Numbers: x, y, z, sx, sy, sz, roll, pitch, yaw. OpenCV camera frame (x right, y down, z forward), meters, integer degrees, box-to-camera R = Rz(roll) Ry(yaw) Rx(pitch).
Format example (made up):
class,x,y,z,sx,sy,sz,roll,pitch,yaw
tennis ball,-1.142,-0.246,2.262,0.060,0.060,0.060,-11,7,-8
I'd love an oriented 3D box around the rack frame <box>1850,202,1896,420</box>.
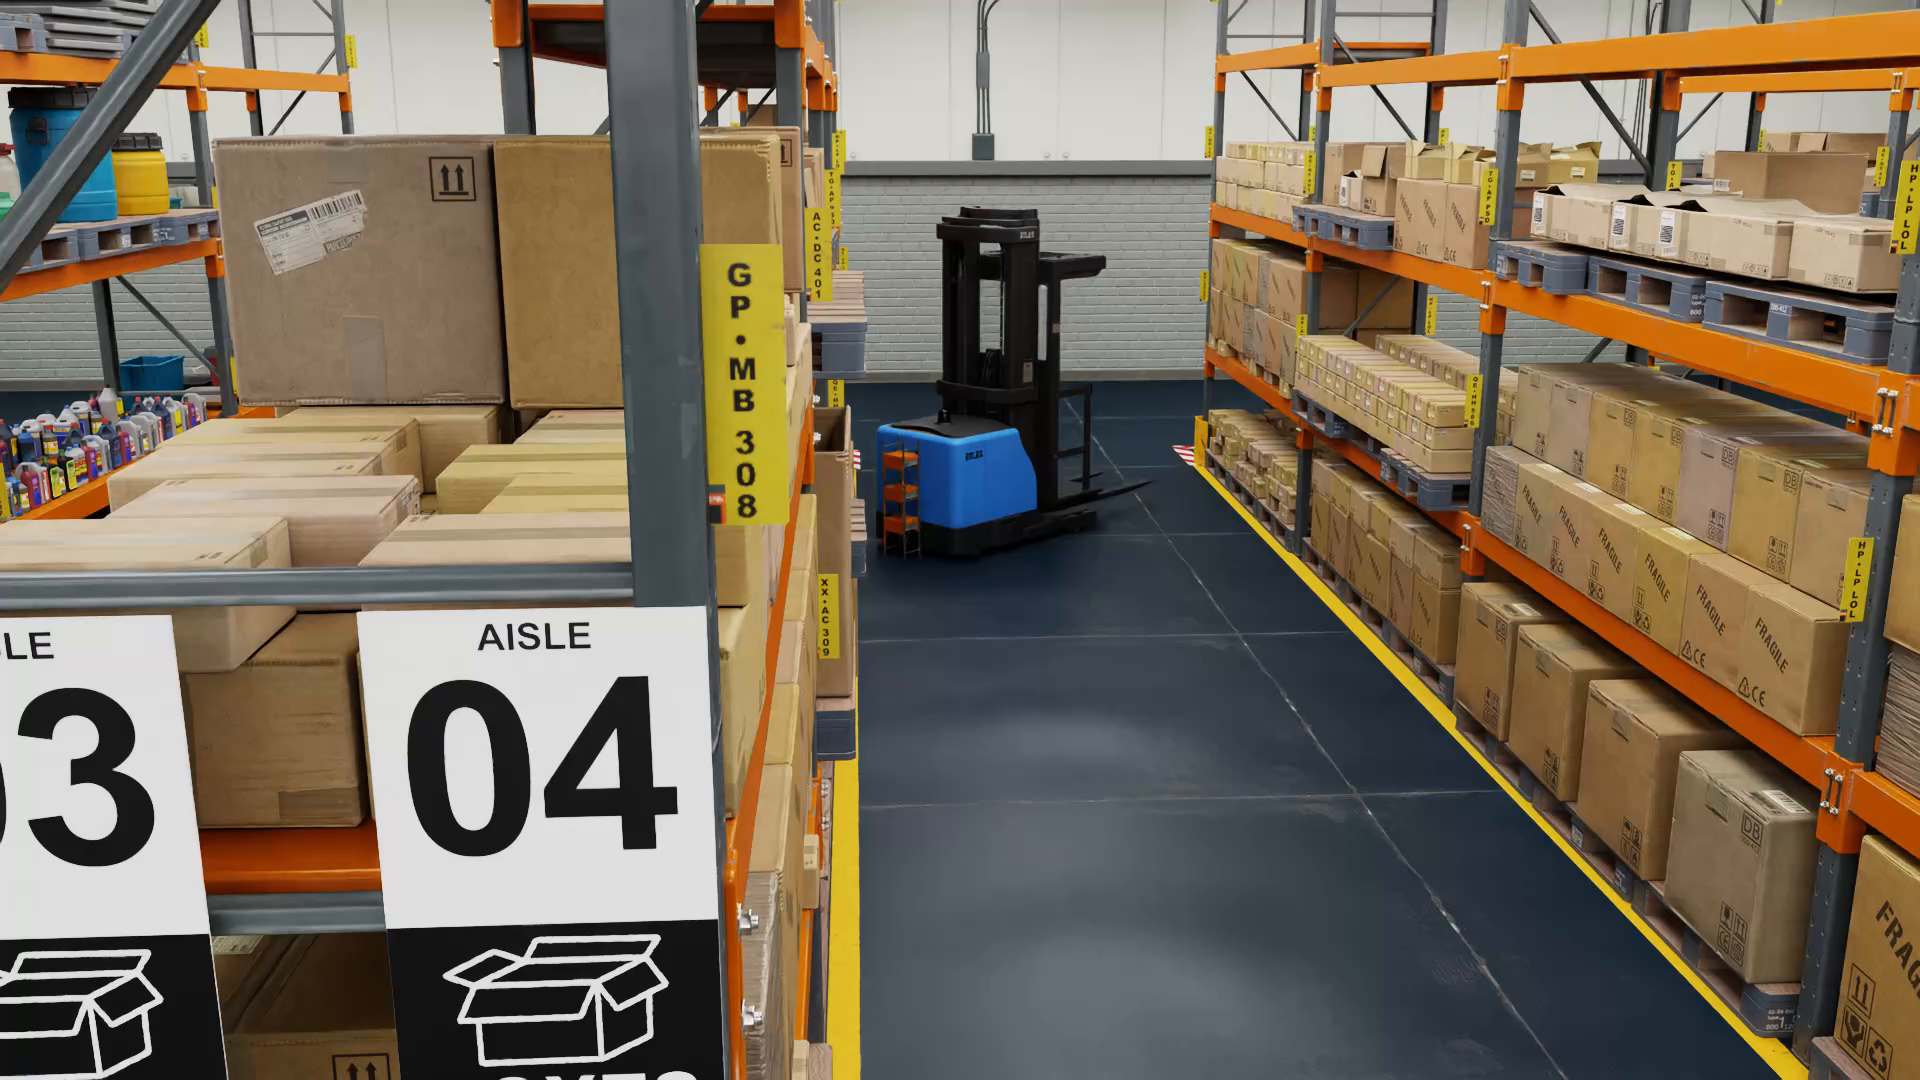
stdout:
class,x,y,z,sx,sy,sz,roll,pitch,yaw
rack frame,8.355,-1.429,14.560,1.000,3.000,0.127,-1,14,-3

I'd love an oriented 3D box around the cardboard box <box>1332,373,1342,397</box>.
class,x,y,z,sx,sy,sz,roll,pitch,yaw
cardboard box,3.056,-1.188,12.687,0.380,0.149,0.250,0,14,-1

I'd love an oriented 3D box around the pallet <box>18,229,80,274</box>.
class,x,y,z,sx,sy,sz,roll,pitch,yaw
pallet,-6.181,-1.757,10.197,1.003,0.211,1.213,-1,14,-3

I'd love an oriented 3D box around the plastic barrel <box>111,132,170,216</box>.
class,x,y,z,sx,sy,sz,roll,pitch,yaw
plastic barrel,-6.220,-2.723,12.348,0.600,0.588,0.600,0,14,0

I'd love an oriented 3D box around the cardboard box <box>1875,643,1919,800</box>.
class,x,y,z,sx,sy,sz,roll,pitch,yaw
cardboard box,3.951,0.681,6.058,0.875,0.550,0.550,-1,14,-3

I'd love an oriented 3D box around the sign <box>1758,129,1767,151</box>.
class,x,y,z,sx,sy,sz,roll,pitch,yaw
sign,8.650,-4.272,17.971,0.100,0.325,0.005,-1,14,-3

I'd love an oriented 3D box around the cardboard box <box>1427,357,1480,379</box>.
class,x,y,z,sx,sy,sz,roll,pitch,yaw
cardboard box,3.721,-1.276,12.434,0.380,0.149,0.250,-2,15,-6

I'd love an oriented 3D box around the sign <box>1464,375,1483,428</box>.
class,x,y,z,sx,sy,sz,roll,pitch,yaw
sign,3.128,-0.844,10.123,0.100,0.325,0.005,-1,14,-3

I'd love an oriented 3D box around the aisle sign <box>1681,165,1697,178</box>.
class,x,y,z,sx,sy,sz,roll,pitch,yaw
aisle sign,7.813,-3.696,18.154,0.394,0.787,0.004,-1,14,-3

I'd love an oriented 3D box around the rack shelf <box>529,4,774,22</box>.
class,x,y,z,sx,sy,sz,roll,pitch,yaw
rack shelf,-1.164,-2.276,7.524,0.919,0.052,3.809,-1,14,-3

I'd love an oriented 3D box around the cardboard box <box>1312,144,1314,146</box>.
class,x,y,z,sx,sy,sz,roll,pitch,yaw
cardboard box,3.560,-3.676,15.772,0.380,0.149,0.250,-1,14,-5

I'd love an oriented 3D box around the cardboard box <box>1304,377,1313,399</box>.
class,x,y,z,sx,sy,sz,roll,pitch,yaw
cardboard box,3.009,-1.235,13.468,0.380,0.149,0.250,-1,14,-3

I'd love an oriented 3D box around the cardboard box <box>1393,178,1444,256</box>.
class,x,y,z,sx,sy,sz,roll,pitch,yaw
cardboard box,3.309,-2.220,11.415,0.500,0.500,0.500,-1,14,-3

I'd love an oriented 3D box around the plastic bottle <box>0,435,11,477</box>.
class,x,y,z,sx,sy,sz,roll,pitch,yaw
plastic bottle,-6.621,-0.574,11.474,0.061,0.283,0.133,-1,14,-3

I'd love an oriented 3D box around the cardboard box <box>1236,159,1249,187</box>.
class,x,y,z,sx,sy,sz,roll,pitch,yaw
cardboard box,2.994,-3.575,16.181,0.500,0.250,0.500,-1,14,-3

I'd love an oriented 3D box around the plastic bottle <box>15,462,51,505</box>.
class,x,y,z,sx,sy,sz,roll,pitch,yaw
plastic bottle,-5.964,-0.372,10.702,0.152,0.276,0.135,-1,14,-3

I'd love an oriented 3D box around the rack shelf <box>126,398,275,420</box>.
class,x,y,z,sx,sy,sz,roll,pitch,yaw
rack shelf,-6.603,-1.348,15.691,1.077,0.370,4.000,-1,14,-3

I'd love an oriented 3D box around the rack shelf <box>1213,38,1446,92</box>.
class,x,y,z,sx,sy,sz,roll,pitch,yaw
rack shelf,3.297,-4.380,15.441,1.077,0.370,4.000,-1,14,-3

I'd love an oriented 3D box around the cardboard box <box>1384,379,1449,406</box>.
class,x,y,z,sx,sy,sz,roll,pitch,yaw
cardboard box,3.131,-1.011,11.404,0.380,0.149,0.250,0,14,-2

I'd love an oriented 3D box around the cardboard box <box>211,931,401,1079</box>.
class,x,y,z,sx,sy,sz,roll,pitch,yaw
cardboard box,-1.073,0.899,2.709,0.500,0.500,0.500,-1,14,-3

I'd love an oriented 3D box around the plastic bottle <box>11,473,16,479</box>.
class,x,y,z,sx,sy,sz,roll,pitch,yaw
plastic bottle,-6.088,-0.329,10.686,0.097,0.201,0.097,0,14,0

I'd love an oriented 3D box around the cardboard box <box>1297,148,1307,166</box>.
class,x,y,z,sx,sy,sz,roll,pitch,yaw
cardboard box,3.102,-3.282,14.239,0.380,0.149,0.250,-1,14,-2

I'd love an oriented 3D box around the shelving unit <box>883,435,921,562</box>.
class,x,y,z,sx,sy,sz,roll,pitch,yaw
shelving unit,-0.502,-0.362,14.325,0.252,1.050,0.215,13,19,41

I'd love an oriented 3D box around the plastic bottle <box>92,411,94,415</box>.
class,x,y,z,sx,sy,sz,roll,pitch,yaw
plastic bottle,-6.849,-0.944,13.073,0.097,0.201,0.097,0,14,0

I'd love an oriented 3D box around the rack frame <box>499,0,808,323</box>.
class,x,y,z,sx,sy,sz,roll,pitch,yaw
rack frame,-1.040,-2.192,5.485,1.000,3.000,0.127,-1,14,-3

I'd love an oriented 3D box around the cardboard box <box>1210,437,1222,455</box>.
class,x,y,z,sx,sy,sz,roll,pitch,yaw
cardboard box,2.886,-1.009,17.809,0.380,0.149,0.250,-1,14,-2

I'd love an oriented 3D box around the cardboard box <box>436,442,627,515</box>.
class,x,y,z,sx,sy,sz,roll,pitch,yaw
cardboard box,-0.637,-0.063,2.734,0.380,0.149,0.250,-1,14,-4

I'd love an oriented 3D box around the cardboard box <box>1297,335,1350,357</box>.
class,x,y,z,sx,sy,sz,roll,pitch,yaw
cardboard box,2.986,-1.592,13.661,0.380,0.149,0.250,0,14,-1

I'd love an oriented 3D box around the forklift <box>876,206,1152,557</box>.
class,x,y,z,sx,sy,sz,roll,pitch,yaw
forklift,0.624,-1.569,15.243,1.130,2.935,3.031,13,19,41

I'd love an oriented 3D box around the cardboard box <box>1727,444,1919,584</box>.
class,x,y,z,sx,sy,sz,roll,pitch,yaw
cardboard box,3.846,-0.122,7.272,0.700,0.500,0.500,-1,14,-4

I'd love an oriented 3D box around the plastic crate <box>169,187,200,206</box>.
class,x,y,z,sx,sy,sz,roll,pitch,yaw
plastic crate,-6.898,-3.033,15.014,0.437,0.282,0.530,-1,14,-3

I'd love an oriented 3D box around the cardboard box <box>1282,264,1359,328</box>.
class,x,y,z,sx,sy,sz,roll,pitch,yaw
cardboard box,3.122,-2.117,14.429,0.500,0.500,0.500,-1,14,-5

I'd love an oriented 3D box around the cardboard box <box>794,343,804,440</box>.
class,x,y,z,sx,sy,sz,roll,pitch,yaw
cardboard box,-0.729,-0.427,4.947,0.500,0.250,0.500,-1,14,-2

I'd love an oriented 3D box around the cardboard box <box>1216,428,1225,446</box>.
class,x,y,z,sx,sy,sz,roll,pitch,yaw
cardboard box,2.910,-1.086,17.507,0.380,0.149,0.250,-1,14,-4

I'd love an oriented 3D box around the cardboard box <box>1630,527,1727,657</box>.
class,x,y,z,sx,sy,sz,roll,pitch,yaw
cardboard box,3.555,0.237,7.885,0.500,0.500,0.500,-1,14,-3

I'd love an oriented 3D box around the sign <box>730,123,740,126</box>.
class,x,y,z,sx,sy,sz,roll,pitch,yaw
sign,-2.338,-4.178,17.311,0.100,0.325,0.005,-1,14,-3

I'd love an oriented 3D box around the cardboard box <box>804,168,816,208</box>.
class,x,y,z,sx,sy,sz,roll,pitch,yaw
cardboard box,-1.030,-1.345,7.164,0.797,0.503,0.637,0,14,-1

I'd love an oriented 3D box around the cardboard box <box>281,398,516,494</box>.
class,x,y,z,sx,sy,sz,roll,pitch,yaw
cardboard box,-1.077,-0.187,3.215,0.380,0.149,0.250,-1,14,-3

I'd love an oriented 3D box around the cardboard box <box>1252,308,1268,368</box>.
class,x,y,z,sx,sy,sz,roll,pitch,yaw
cardboard box,3.048,-1.889,15.549,0.500,0.500,0.500,-1,14,-4

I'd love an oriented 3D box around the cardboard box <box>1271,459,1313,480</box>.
class,x,y,z,sx,sy,sz,roll,pitch,yaw
cardboard box,3.061,-0.647,15.207,0.380,0.149,0.250,-1,14,-4

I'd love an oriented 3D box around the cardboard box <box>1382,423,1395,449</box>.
class,x,y,z,sx,sy,sz,roll,pitch,yaw
cardboard box,3.138,-0.718,11.457,0.380,0.149,0.250,-1,14,-4

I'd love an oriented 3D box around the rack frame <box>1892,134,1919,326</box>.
class,x,y,z,sx,sy,sz,roll,pitch,yaw
rack frame,3.917,-2.243,5.685,1.000,3.000,0.127,-1,14,-3

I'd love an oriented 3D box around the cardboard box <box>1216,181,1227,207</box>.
class,x,y,z,sx,sy,sz,roll,pitch,yaw
cardboard box,2.946,-3.586,17.227,0.500,0.250,0.500,0,14,-1

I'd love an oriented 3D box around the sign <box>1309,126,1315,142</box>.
class,x,y,z,sx,sy,sz,roll,pitch,yaw
sign,3.728,-4.207,17.561,0.100,0.325,0.005,-1,14,-3

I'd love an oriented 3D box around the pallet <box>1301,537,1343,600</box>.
class,x,y,z,sx,sy,sz,roll,pitch,yaw
pallet,3.471,0.217,13.760,1.003,0.211,1.213,-1,14,-3

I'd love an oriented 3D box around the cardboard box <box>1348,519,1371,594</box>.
class,x,y,z,sx,sy,sz,roll,pitch,yaw
cardboard box,3.282,0.129,12.677,0.500,0.500,0.500,-1,14,-2

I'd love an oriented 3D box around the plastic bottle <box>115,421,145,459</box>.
class,x,y,z,sx,sy,sz,roll,pitch,yaw
plastic bottle,-6.056,-0.739,12.127,0.152,0.276,0.135,-1,14,-3

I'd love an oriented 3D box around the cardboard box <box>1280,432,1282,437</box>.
class,x,y,z,sx,sy,sz,roll,pitch,yaw
cardboard box,3.525,-1.033,17.302,0.380,0.149,0.250,-1,15,-6

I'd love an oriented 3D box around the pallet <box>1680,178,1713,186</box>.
class,x,y,z,sx,sy,sz,roll,pitch,yaw
pallet,8.164,-3.649,17.347,1.003,0.211,1.213,-1,14,-3
